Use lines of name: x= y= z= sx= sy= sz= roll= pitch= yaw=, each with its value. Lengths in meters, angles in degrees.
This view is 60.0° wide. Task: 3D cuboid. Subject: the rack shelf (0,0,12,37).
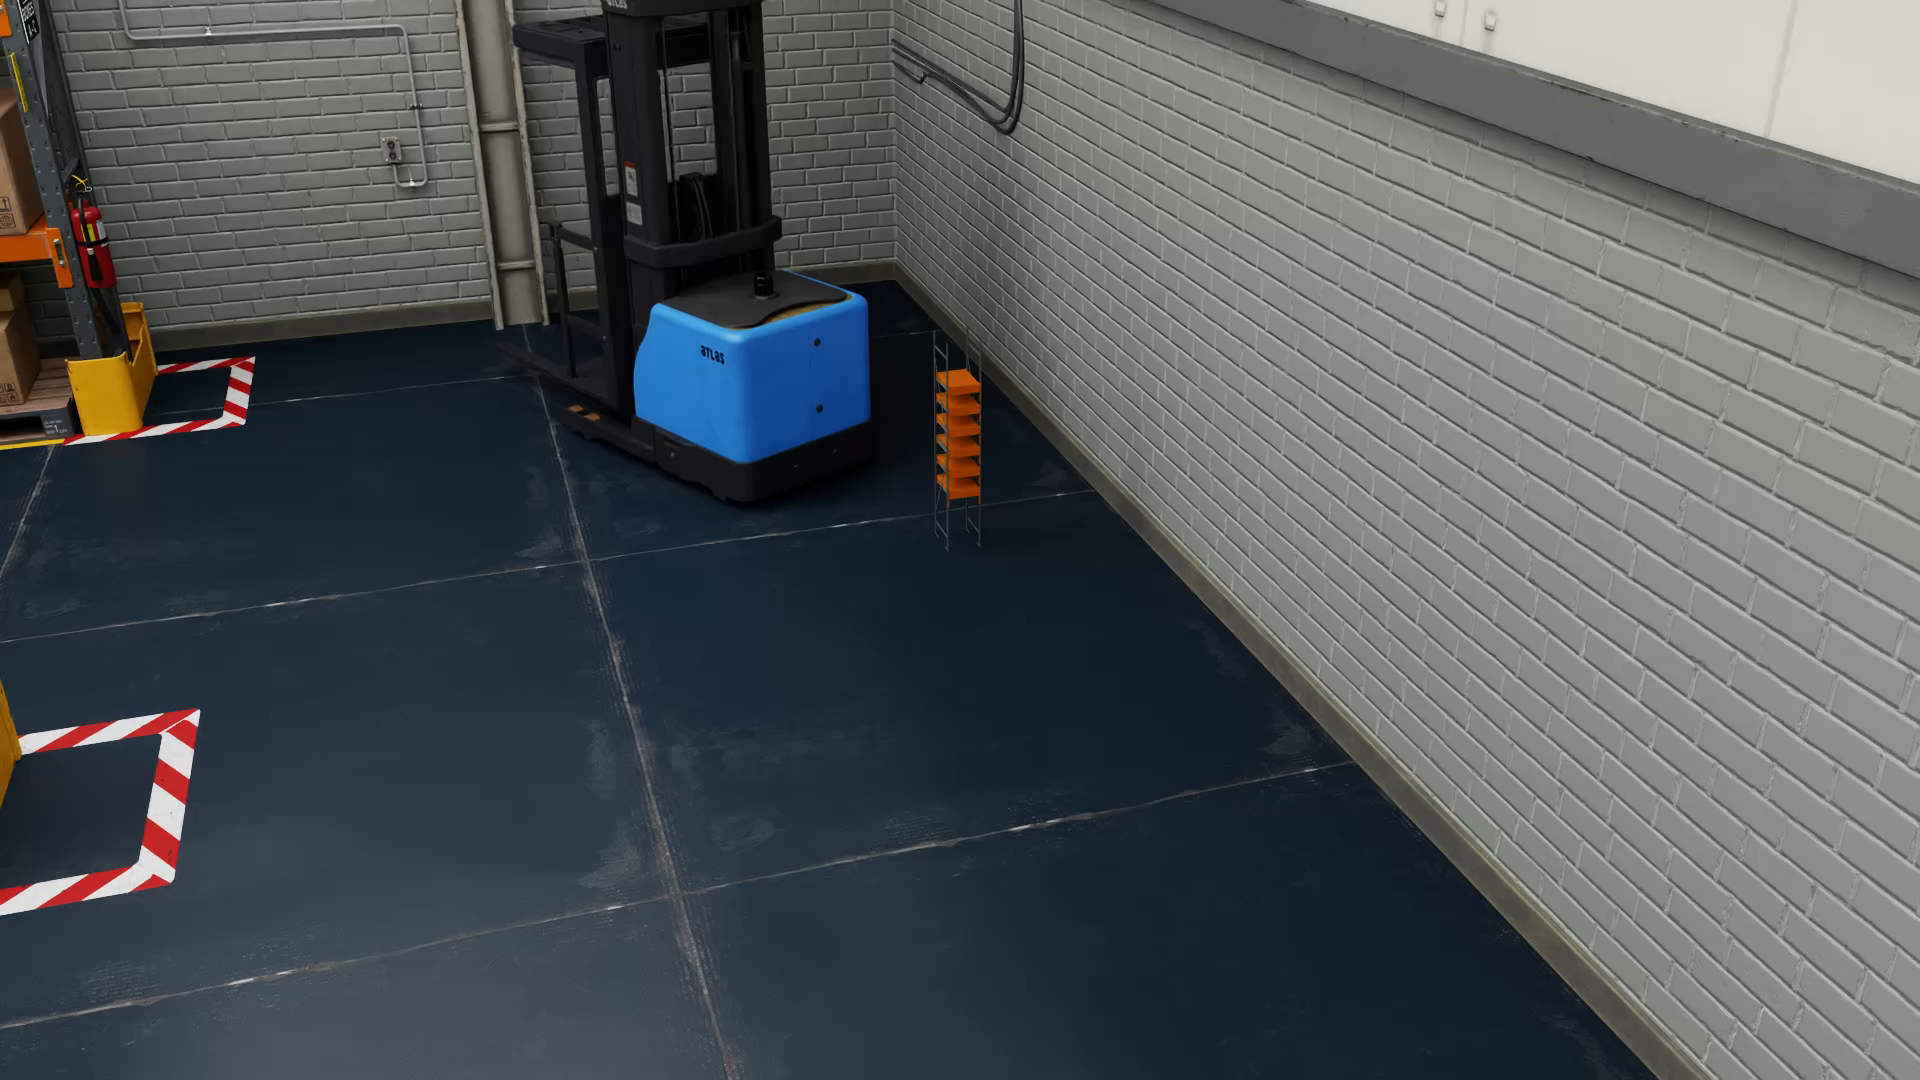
rack shelf: x=-7.518 y=-3.009 z=9.374 sx=4.000 sy=0.370 sz=1.077 roll=-8 pitch=28 yaw=-16

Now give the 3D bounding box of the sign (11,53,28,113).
sign: x=-5.462 y=-2.657 z=9.660 sx=0.005 sy=0.325 sz=0.100 roll=-8 pitch=28 yaw=-16

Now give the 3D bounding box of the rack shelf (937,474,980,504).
rack shelf: x=-0.014 y=-0.281 z=9.106 sx=0.180 sy=0.103 sz=0.258 roll=-8 pitch=28 yaw=-16

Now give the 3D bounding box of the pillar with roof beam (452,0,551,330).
pillar with roof beam: x=-1.984 y=-3.868 z=6.921 sx=0.400 sy=9.000 sz=9.100 roll=-8 pitch=28 yaw=-16

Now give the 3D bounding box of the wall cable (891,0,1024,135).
wall cable: x=-0.128 y=-4.188 z=11.057 sx=0.112 sy=2.526 sz=3.097 roll=-8 pitch=28 yaw=-16

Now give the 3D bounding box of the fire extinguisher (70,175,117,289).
fire extinguisher: x=-5.330 y=-1.888 z=10.185 sx=0.183 sy=0.674 sz=0.296 roll=-8 pitch=28 yaw=-16

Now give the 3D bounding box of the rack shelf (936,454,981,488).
rack shelf: x=-0.014 y=-0.388 z=9.052 sx=0.180 sy=0.103 sz=0.258 roll=-8 pitch=28 yaw=-16

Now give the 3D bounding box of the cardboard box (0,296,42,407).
cardboard box: x=-6.251 y=-1.193 z=10.619 sx=0.500 sy=0.500 sz=0.700 roll=-8 pitch=28 yaw=-16

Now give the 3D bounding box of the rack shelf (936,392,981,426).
rack shelf: x=-0.014 y=-0.711 z=8.892 sx=0.180 sy=0.103 sz=0.258 roll=-8 pitch=28 yaw=-16

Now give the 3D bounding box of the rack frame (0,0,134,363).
rack frame: x=-5.617 y=-2.264 z=10.436 sx=0.127 sy=3.000 sz=1.000 roll=-8 pitch=28 yaw=-16

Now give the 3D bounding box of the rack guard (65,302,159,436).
rack guard: x=-5.594 y=-1.147 z=10.999 sx=0.348 sy=0.500 sz=1.175 roll=-8 pitch=28 yaw=-16

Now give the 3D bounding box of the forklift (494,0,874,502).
forklift: x=-1.914 y=-2.088 z=10.161 sx=1.130 sy=2.935 sz=3.031 roll=-24 pitch=35 yaw=-39

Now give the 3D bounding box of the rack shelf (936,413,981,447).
rack shelf: x=-0.014 y=-0.603 z=8.946 sx=0.180 sy=0.103 sz=0.258 roll=-8 pitch=28 yaw=-16

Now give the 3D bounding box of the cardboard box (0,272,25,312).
cardboard box: x=-6.195 y=-1.586 z=10.680 sx=0.250 sy=0.149 sz=0.380 roll=-8 pitch=28 yaw=-16

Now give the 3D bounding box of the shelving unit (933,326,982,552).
shelving unit: x=-0.014 y=-0.535 z=8.979 sx=0.189 sy=1.200 sz=0.258 roll=-8 pitch=28 yaw=-16

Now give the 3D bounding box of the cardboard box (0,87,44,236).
cardboard box: x=-6.099 y=-2.323 z=10.219 sx=0.700 sy=0.700 sz=0.980 roll=-7 pitch=27 yaw=-14

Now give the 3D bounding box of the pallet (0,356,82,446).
pallet: x=-6.353 y=-0.871 z=10.768 sx=1.213 sy=0.211 sz=1.003 roll=-8 pitch=28 yaw=-16

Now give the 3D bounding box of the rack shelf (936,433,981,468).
rack shelf: x=-0.014 y=-0.496 z=8.999 sx=0.180 sy=0.103 sz=0.258 roll=-8 pitch=28 yaw=-16

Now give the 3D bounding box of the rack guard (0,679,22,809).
rack guard: x=-4.151 y=0.960 z=6.753 sx=0.348 sy=0.500 sz=1.175 roll=-8 pitch=28 yaw=-16

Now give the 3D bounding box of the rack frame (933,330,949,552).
rack frame: x=-0.101 y=-0.523 z=8.954 sx=0.006 sy=1.200 sz=0.240 roll=-8 pitch=28 yaw=-16

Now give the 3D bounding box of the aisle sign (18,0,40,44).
aisle sign: x=-5.455 y=-3.311 z=9.623 sx=0.004 sy=0.787 sz=0.394 roll=-8 pitch=28 yaw=-16

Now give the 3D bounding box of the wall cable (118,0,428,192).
wall cable: x=-4.692 y=-3.295 z=11.371 sx=1.851 sy=1.984 sz=0.084 roll=-8 pitch=28 yaw=-16

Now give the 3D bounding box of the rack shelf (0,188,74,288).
rack shelf: x=-7.518 y=-1.666 z=10.041 sx=4.000 sy=0.370 sz=1.077 roll=-8 pitch=28 yaw=-16

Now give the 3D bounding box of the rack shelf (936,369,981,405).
rack shelf: x=-0.014 y=-0.818 z=8.839 sx=0.180 sy=0.103 sz=0.258 roll=-8 pitch=28 yaw=-16

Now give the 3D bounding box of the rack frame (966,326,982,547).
rack frame: x=0.073 y=-0.548 z=9.005 sx=0.006 sy=1.200 sz=0.240 roll=-8 pitch=28 yaw=-16
